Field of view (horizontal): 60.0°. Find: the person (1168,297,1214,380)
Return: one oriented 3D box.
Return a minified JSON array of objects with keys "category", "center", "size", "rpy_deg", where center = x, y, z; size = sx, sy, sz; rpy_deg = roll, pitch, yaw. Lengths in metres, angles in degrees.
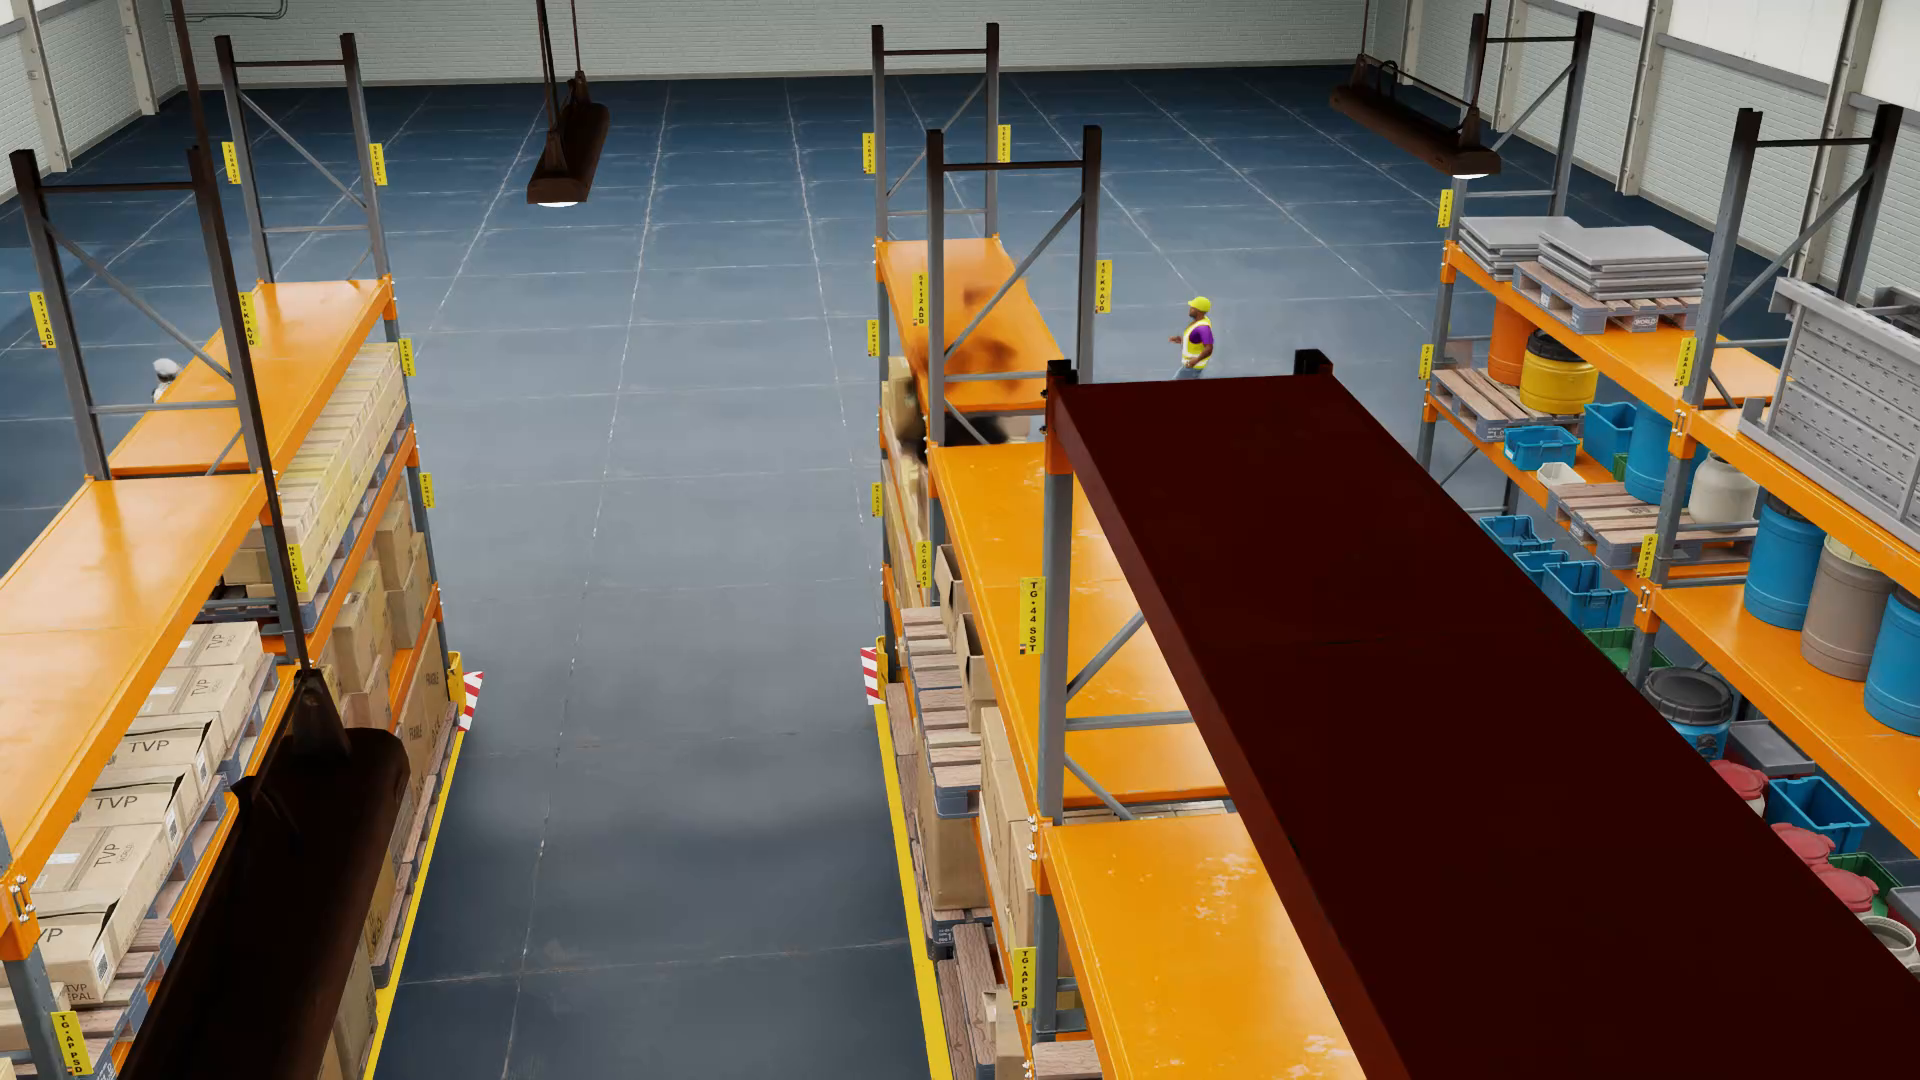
[{"category":"person","center":[2.928,-2.253,21.202],"size":[0.621,1.746,0.681],"rpy_deg":[6,26,13]}]

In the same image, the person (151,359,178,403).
[{"category":"person","center":[-9.089,-1.268,19.232],"size":[0.665,1.726,0.555],"rpy_deg":[20,32,36]}]
